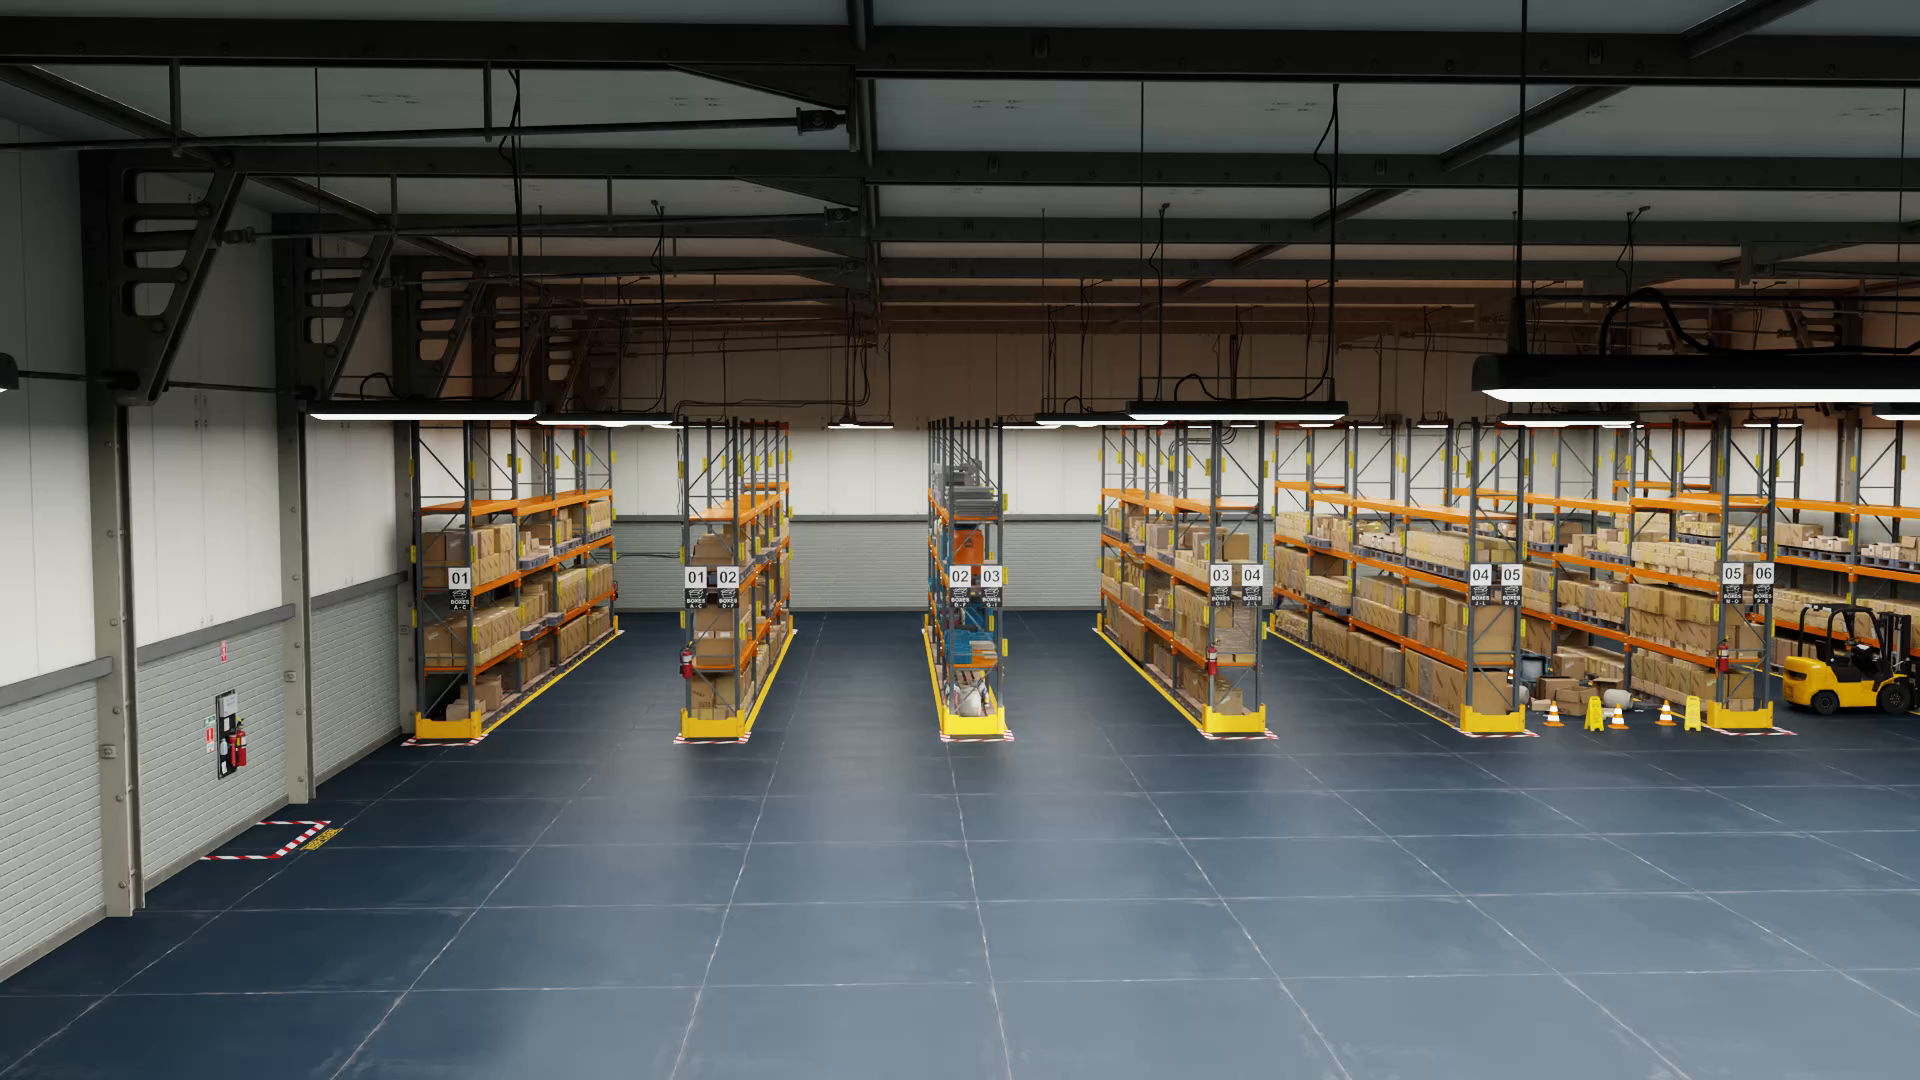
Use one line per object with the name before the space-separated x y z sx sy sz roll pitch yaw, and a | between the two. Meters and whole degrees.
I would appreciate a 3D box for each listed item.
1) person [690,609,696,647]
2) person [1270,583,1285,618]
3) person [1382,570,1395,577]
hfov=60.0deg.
person | -6.990 1.999 44.726 0.642 1.649 0.982 0 4 -1
person | 9.349 1.701 48.925 0.472 1.644 0.498 0 4 -7
person | 13.336 1.471 51.760 0.989 1.746 0.600 -1 4 -16
